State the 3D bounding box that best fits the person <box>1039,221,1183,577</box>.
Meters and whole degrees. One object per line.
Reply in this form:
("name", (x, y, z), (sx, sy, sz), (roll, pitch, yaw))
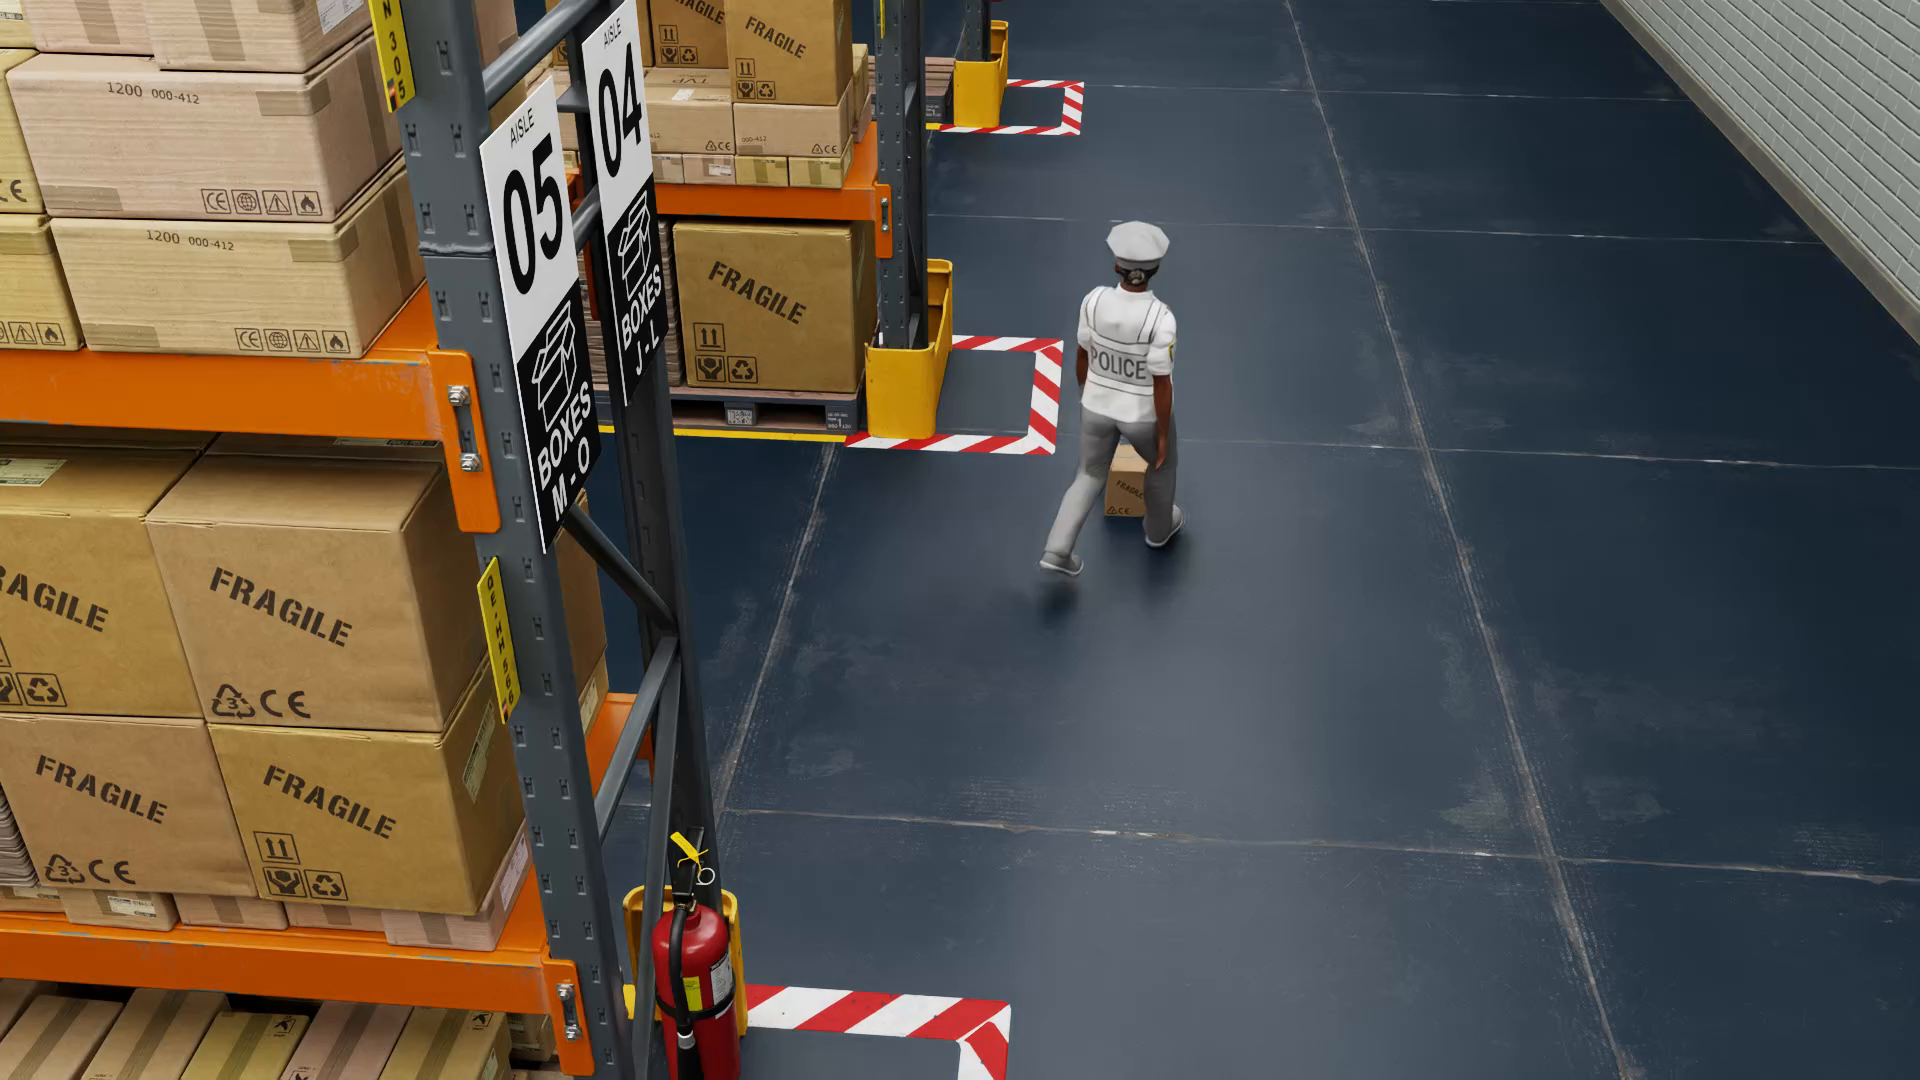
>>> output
("person", (0.724, -0.590, 7.091), (0.463, 1.617, 0.922), (16, 35, 23))
